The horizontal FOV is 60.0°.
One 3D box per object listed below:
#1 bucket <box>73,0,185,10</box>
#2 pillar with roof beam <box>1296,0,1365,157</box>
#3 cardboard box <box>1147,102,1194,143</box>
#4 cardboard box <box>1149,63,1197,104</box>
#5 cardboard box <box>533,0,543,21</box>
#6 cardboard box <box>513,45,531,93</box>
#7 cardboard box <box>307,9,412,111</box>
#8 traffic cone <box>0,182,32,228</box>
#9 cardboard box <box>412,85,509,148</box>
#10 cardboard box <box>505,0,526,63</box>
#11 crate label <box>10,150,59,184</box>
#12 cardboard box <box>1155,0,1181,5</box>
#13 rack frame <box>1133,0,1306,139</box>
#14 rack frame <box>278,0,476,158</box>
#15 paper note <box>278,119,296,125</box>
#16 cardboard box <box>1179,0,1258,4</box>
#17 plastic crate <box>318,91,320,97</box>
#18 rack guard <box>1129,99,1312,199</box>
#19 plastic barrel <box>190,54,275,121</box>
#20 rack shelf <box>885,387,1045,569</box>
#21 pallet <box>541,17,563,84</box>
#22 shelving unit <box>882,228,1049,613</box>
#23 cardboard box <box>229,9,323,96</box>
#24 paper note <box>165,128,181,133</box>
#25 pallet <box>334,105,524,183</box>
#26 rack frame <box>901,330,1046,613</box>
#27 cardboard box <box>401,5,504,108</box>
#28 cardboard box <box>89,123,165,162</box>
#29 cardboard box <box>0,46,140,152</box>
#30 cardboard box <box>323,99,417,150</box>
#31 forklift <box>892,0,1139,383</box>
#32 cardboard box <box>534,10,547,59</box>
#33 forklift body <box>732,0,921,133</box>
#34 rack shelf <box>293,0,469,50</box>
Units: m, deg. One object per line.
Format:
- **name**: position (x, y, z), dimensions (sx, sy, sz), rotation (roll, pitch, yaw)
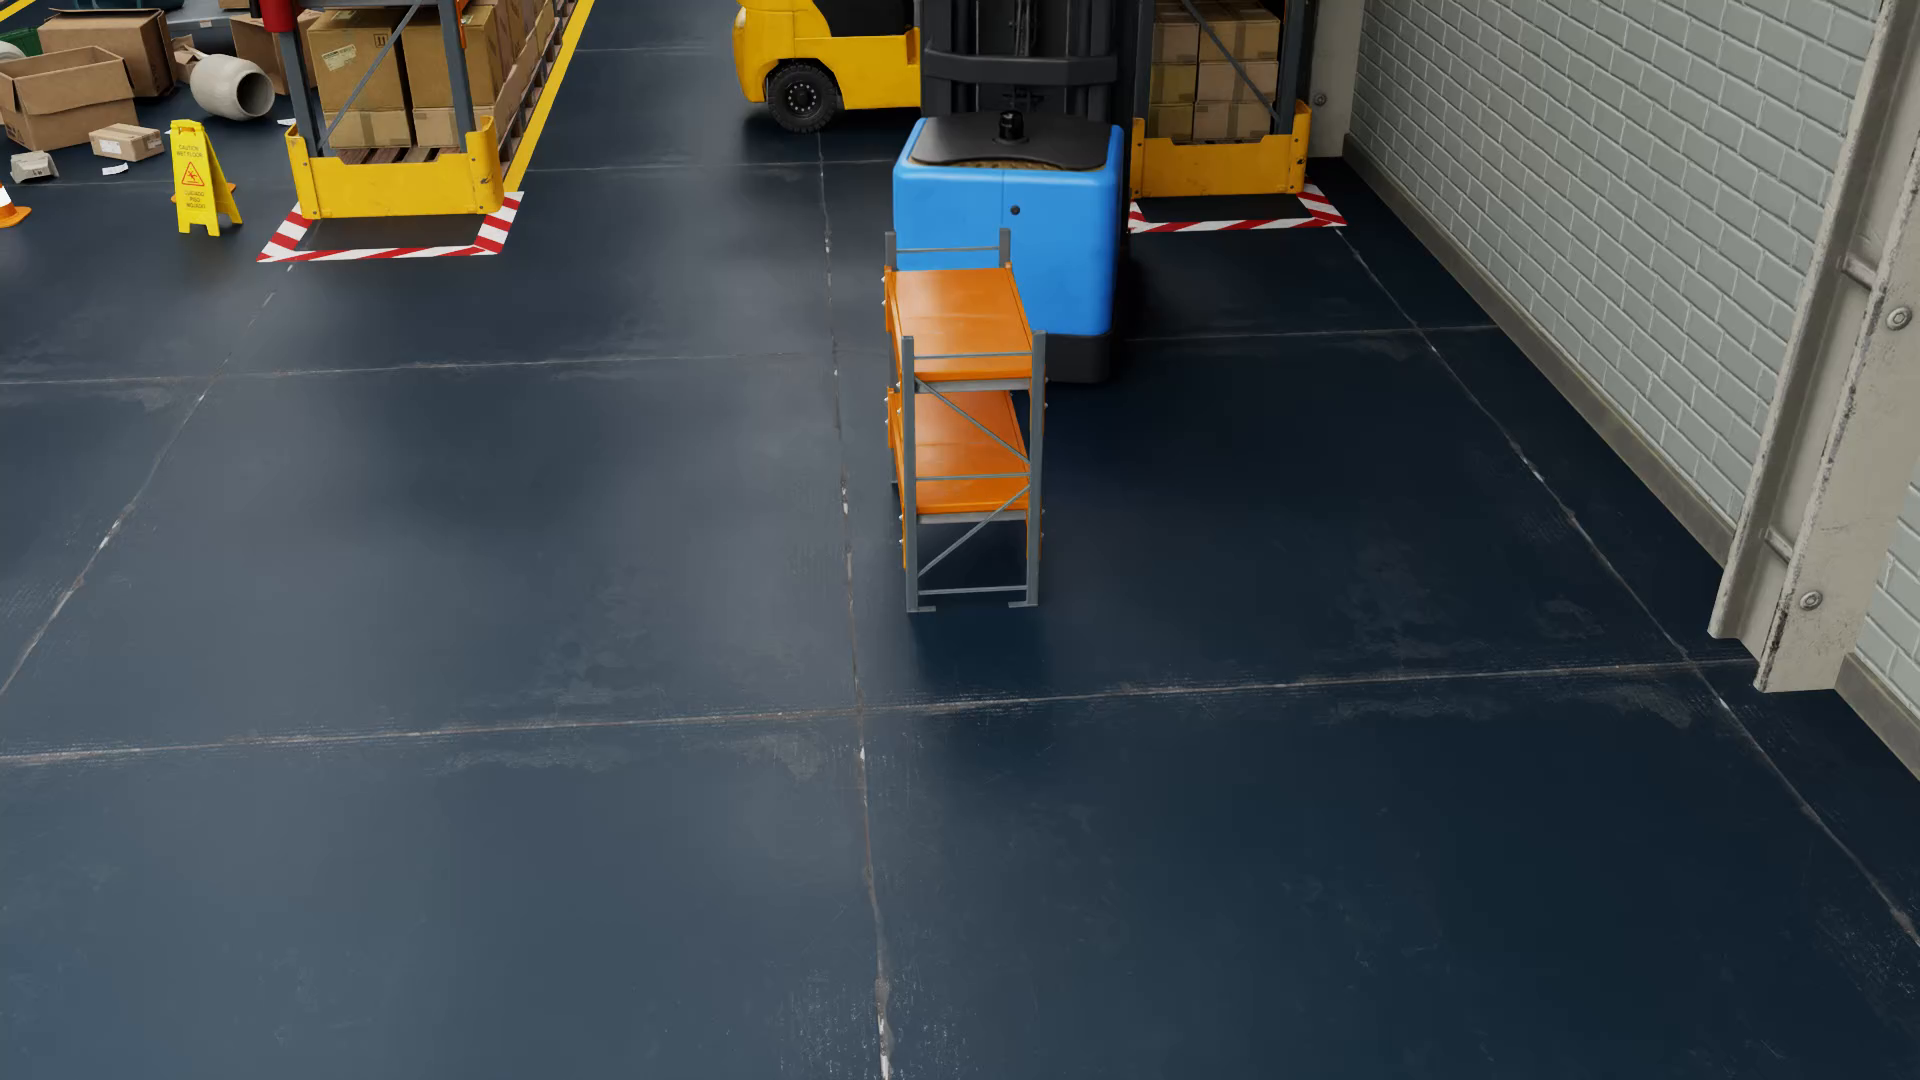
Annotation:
- **bucket**: position (-6.368, -4.326, 12.778), dimensions (0.726, 0.611, 0.620), rotation (8, 22, 13)
- **pillar with roof beam**: position (-1.896, -6.292, 8.509), dimensions (9.100, 9.000, 0.400), rotation (-3, 31, -5)
- **cardboard box**: position (1.199, -2.749, 10.699), dimensions (0.500, 0.250, 0.500), rotation (-3, 31, -4)
- **cardboard box**: position (1.201, -2.972, 10.585), dimensions (0.500, 0.250, 0.500), rotation (-3, 31, -5)
- **cardboard box**: position (-3.386, -4.100, 12.229), dimensions (0.500, 0.500, 0.500), rotation (-2, 31, -4)
- **cardboard box**: position (-3.288, -3.249, 11.535), dimensions (0.500, 0.250, 0.500), rotation (-1, 31, -1)
- **cardboard box**: position (-3.718, -3.003, 10.393), dimensions (0.500, 0.500, 0.500), rotation (-3, 31, -4)
- **traffic cone**: position (-5.782, -2.126, 9.859), dimensions (0.336, 0.463, 0.334), rotation (-3, 31, -5)
- **cardboard box**: position (-3.184, -2.710, 10.633), dimensions (0.500, 0.250, 0.500), rotation (-3, 31, -5)
- **cardboard box**: position (-3.279, -3.567, 11.337), dimensions (0.500, 0.500, 0.500), rotation (-2, 31, -4)
- **crate label**: position (-5.917, -2.385, 10.609), dimensions (0.250, 0.136, 0.298), rotation (-20, 36, -30)
- **cardboard box**: position (1.151, -3.434, 10.871), dimensions (0.500, 0.250, 0.500), rotation (-2, 31, -4)
- **rack frame**: position (1.558, -3.524, 9.725), dimensions (1.000, 3.000, 0.127), rotation (-3, 31, -5)
- **rack frame**: position (-3.384, -3.285, 9.324), dimensions (1.000, 3.000, 0.127), rotation (-3, 31, -5)
- **paper note**: position (-4.692, -2.931, 11.627), dimensions (0.142, 0.019, 0.148), rotation (-14, 33, -22)
- **cardboard box**: position (1.651, -3.463, 10.919), dimensions (0.500, 0.250, 0.500), rotation (-3, 31, -5)
- **plastic crate**: position (-4.427, -3.233, 12.084), dimensions (0.402, 0.080, 0.583), rotation (-14, 33, -22)
- **rack guard**: position (1.560, -2.439, 10.346), dimensions (1.175, 0.500, 0.348), rotation (-3, 31, -5)
- **plastic barrel**: position (-5.084, -3.161, 11.629), dimensions (0.512, 0.421, 0.421), rotation (20, 36, 29)
- **rack shelf**: position (-0.001, -0.276, 6.593), dimensions (0.538, 0.278, 1.000), rotation (-3, 31, -5)
- **pallet**: position (-3.660, -3.789, 12.887), dimensions (1.003, 0.211, 1.213), rotation (-3, 31, -5)
- **shelving unit**: position (-0.001, -0.486, 6.467), dimensions (0.538, 1.125, 1.048), rotation (-3, 31, -5)
- **cardboard box**: position (-5.012, -3.643, 12.358), dimensions (0.500, 0.500, 0.500), rotation (20, 36, 29)
- **paper note**: position (-5.384, -2.833, 11.475), dimensions (0.148, 0.019, 0.142), rotation (8, 32, 13)
- **pallet**: position (-3.432, -2.543, 10.801), dimensions (1.003, 0.211, 1.213), rotation (-3, 31, -5)
- **rack frame**: position (0.047, -0.227, 6.033), dimensions (0.500, 1.125, 0.032), rotation (-3, 31, -5)
- **cardboard box**: position (-3.187, -3.044, 10.461), dimensions (0.500, 0.500, 0.500), rotation (-4, 31, -6)
- **cardboard box**: position (-5.517, -2.633, 11.013), dimensions (0.380, 0.149, 0.250), rotation (13, 33, 21)
- **cardboard box**: position (-6.069, -2.988, 11.262), dimensions (0.637, 0.503, 0.797), rotation (27, 40, 37)
- **cardboard box**: position (-3.730, -2.697, 10.611), dimensions (0.500, 0.250, 0.500), rotation (-3, 31, -5)
- **forklift**: position (0.372, -2.732, 8.465), dimensions (1.130, 2.935, 3.031), rotation (4, 31, 6)
- **cardboard box**: position (-3.375, -3.766, 12.402), dimensions (0.500, 0.250, 0.500), rotation (-4, 31, -6)
- **forklift body**: position (-0.436, -4.041, 11.417), dimensions (2.313, 2.155, 1.214), rotation (-3, 31, -5)
- **rack shelf**: position (-3.571, -3.997, 11.218), dimensions (1.077, 0.370, 4.000), rotation (-3, 31, -5)
